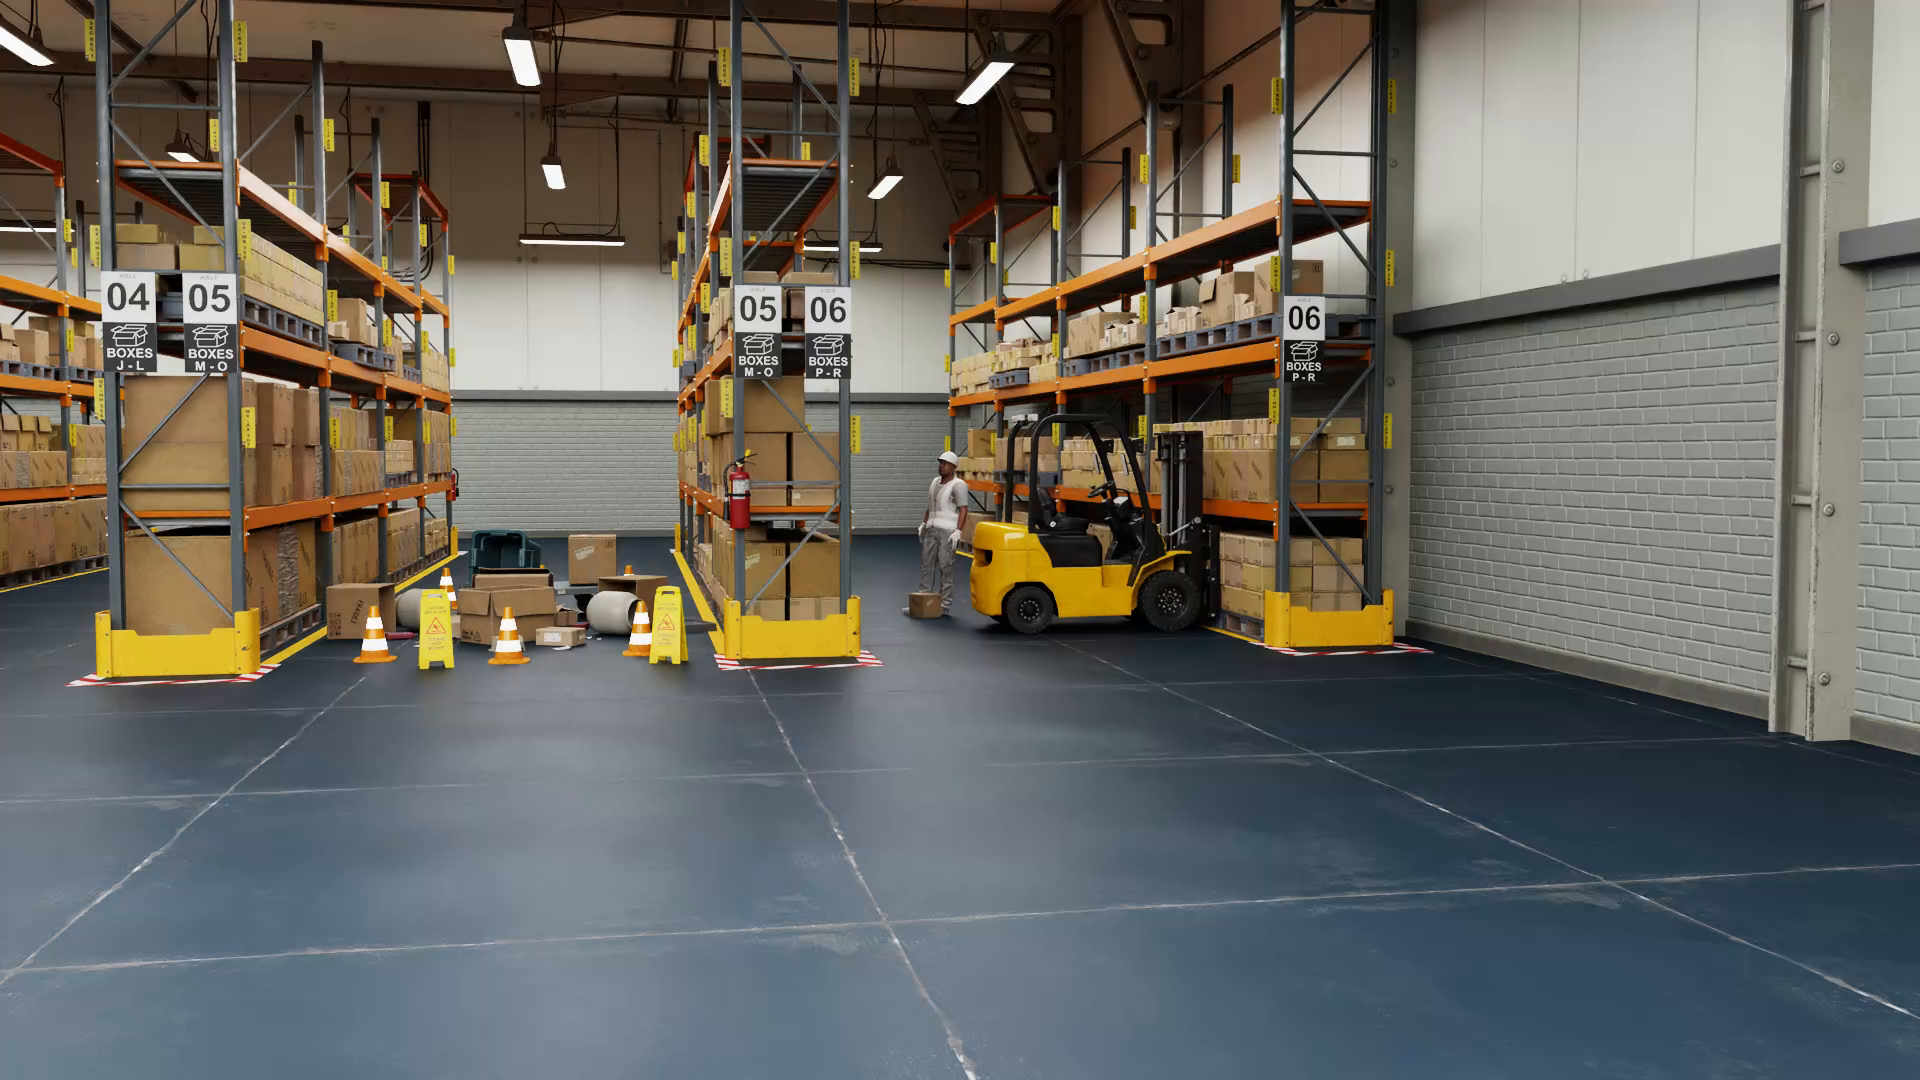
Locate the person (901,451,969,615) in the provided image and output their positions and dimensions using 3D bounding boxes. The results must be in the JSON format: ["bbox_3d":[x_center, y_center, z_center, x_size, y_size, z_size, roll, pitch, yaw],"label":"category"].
[{"bbox_3d":[-0.249,-0.075,18.123,0.577,1.782,0.656,-3,4,-40],"label":"person"}]
